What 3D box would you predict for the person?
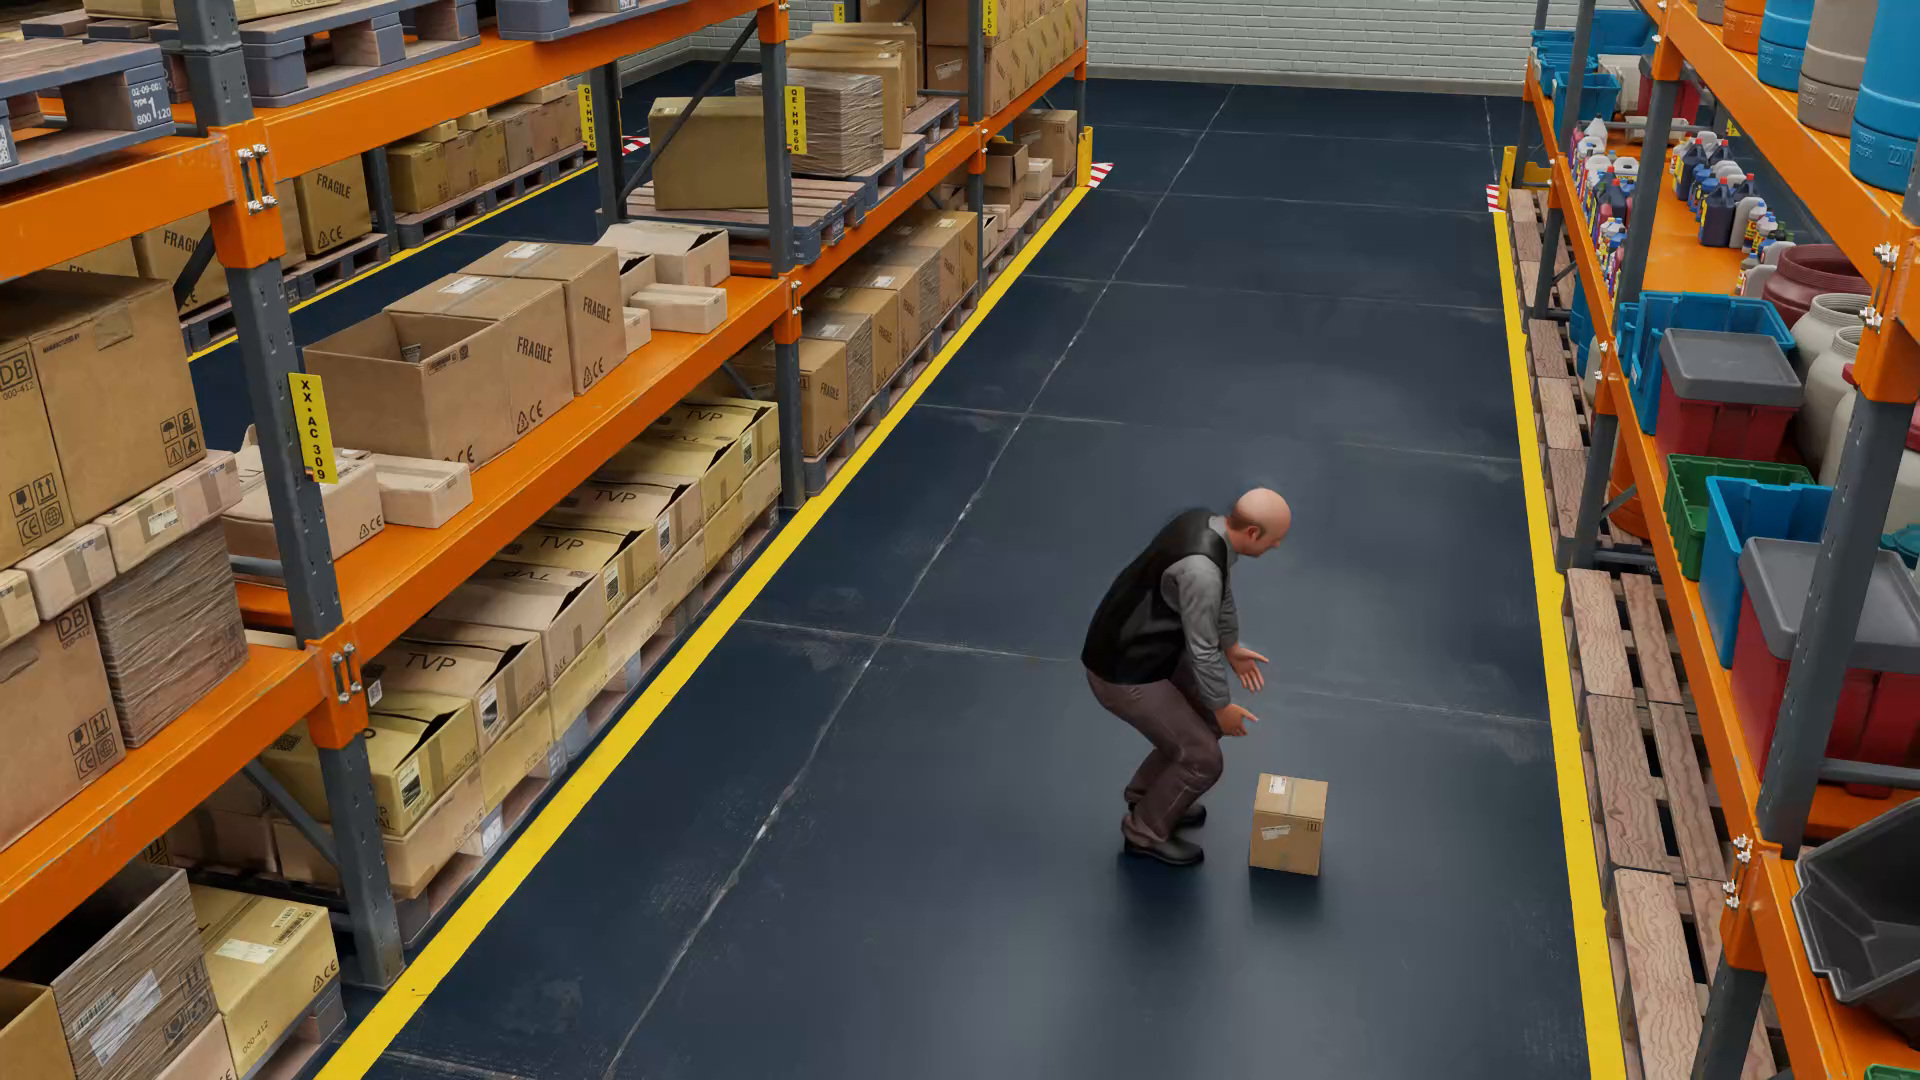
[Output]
[{"bbox_3d":[0.796,0.454,6.019,0.690,1.433,0.591,6,26,13],"label":"person"}]
